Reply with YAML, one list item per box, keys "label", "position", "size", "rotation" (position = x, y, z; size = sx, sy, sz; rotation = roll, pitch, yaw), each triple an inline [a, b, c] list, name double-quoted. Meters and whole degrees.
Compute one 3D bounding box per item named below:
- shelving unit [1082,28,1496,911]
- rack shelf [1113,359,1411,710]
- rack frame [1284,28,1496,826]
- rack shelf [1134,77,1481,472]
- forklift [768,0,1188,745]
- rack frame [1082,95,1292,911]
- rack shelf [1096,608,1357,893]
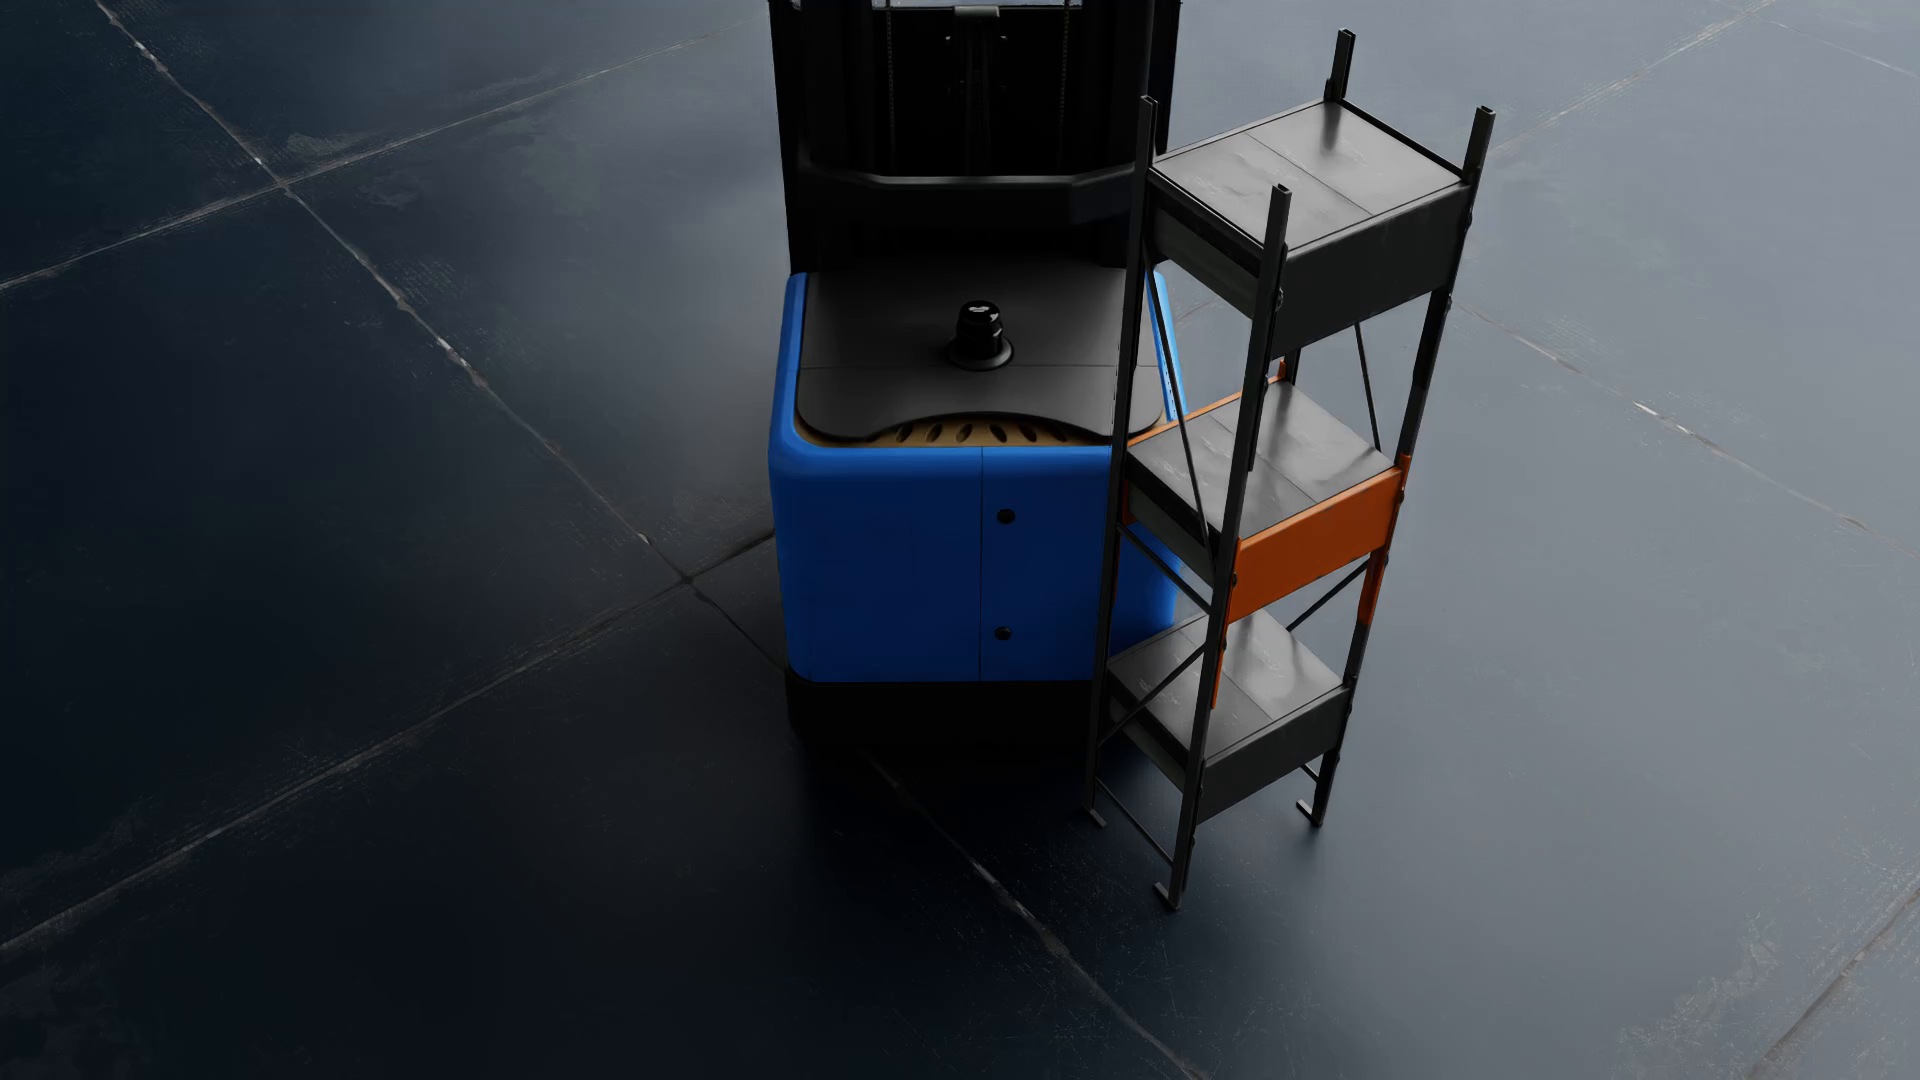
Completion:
- label: "shelving unit"
  position: [0.650, -0.027, 3.745]
  size: [0.503, 2.100, 0.431]
  rotation: [-24, 48, -24]
- label: "rack shelf"
  position: [0.650, -0.017, 3.754]
  size: [0.480, 0.518, 0.431]
  rotation: [-24, 48, -24]
- label: "rack frame"
  position: [0.854, -0.119, 3.843]
  size: [0.015, 2.100, 0.400]
  rotation: [-24, 48, -24]
- label: "rack shelf"
  position: [0.650, -0.527, 3.275]
  size: [0.480, 0.518, 0.431]
  rotation: [-24, 48, -24]
- label: "forklift"
  position: [0.036, -1.495, 4.701]
  size: [1.130, 2.935, 3.031]
  rotation: [0, 43, 0]
- label: "rack frame"
  position: [0.446, 0.065, 3.648]
  size: [0.015, 2.100, 0.400]
  rotation: [-24, 48, -24]
- label: "rack shelf"
  position: [0.650, 0.493, 4.234]
  size: [0.480, 0.518, 0.431]
  rotation: [-24, 48, -24]
